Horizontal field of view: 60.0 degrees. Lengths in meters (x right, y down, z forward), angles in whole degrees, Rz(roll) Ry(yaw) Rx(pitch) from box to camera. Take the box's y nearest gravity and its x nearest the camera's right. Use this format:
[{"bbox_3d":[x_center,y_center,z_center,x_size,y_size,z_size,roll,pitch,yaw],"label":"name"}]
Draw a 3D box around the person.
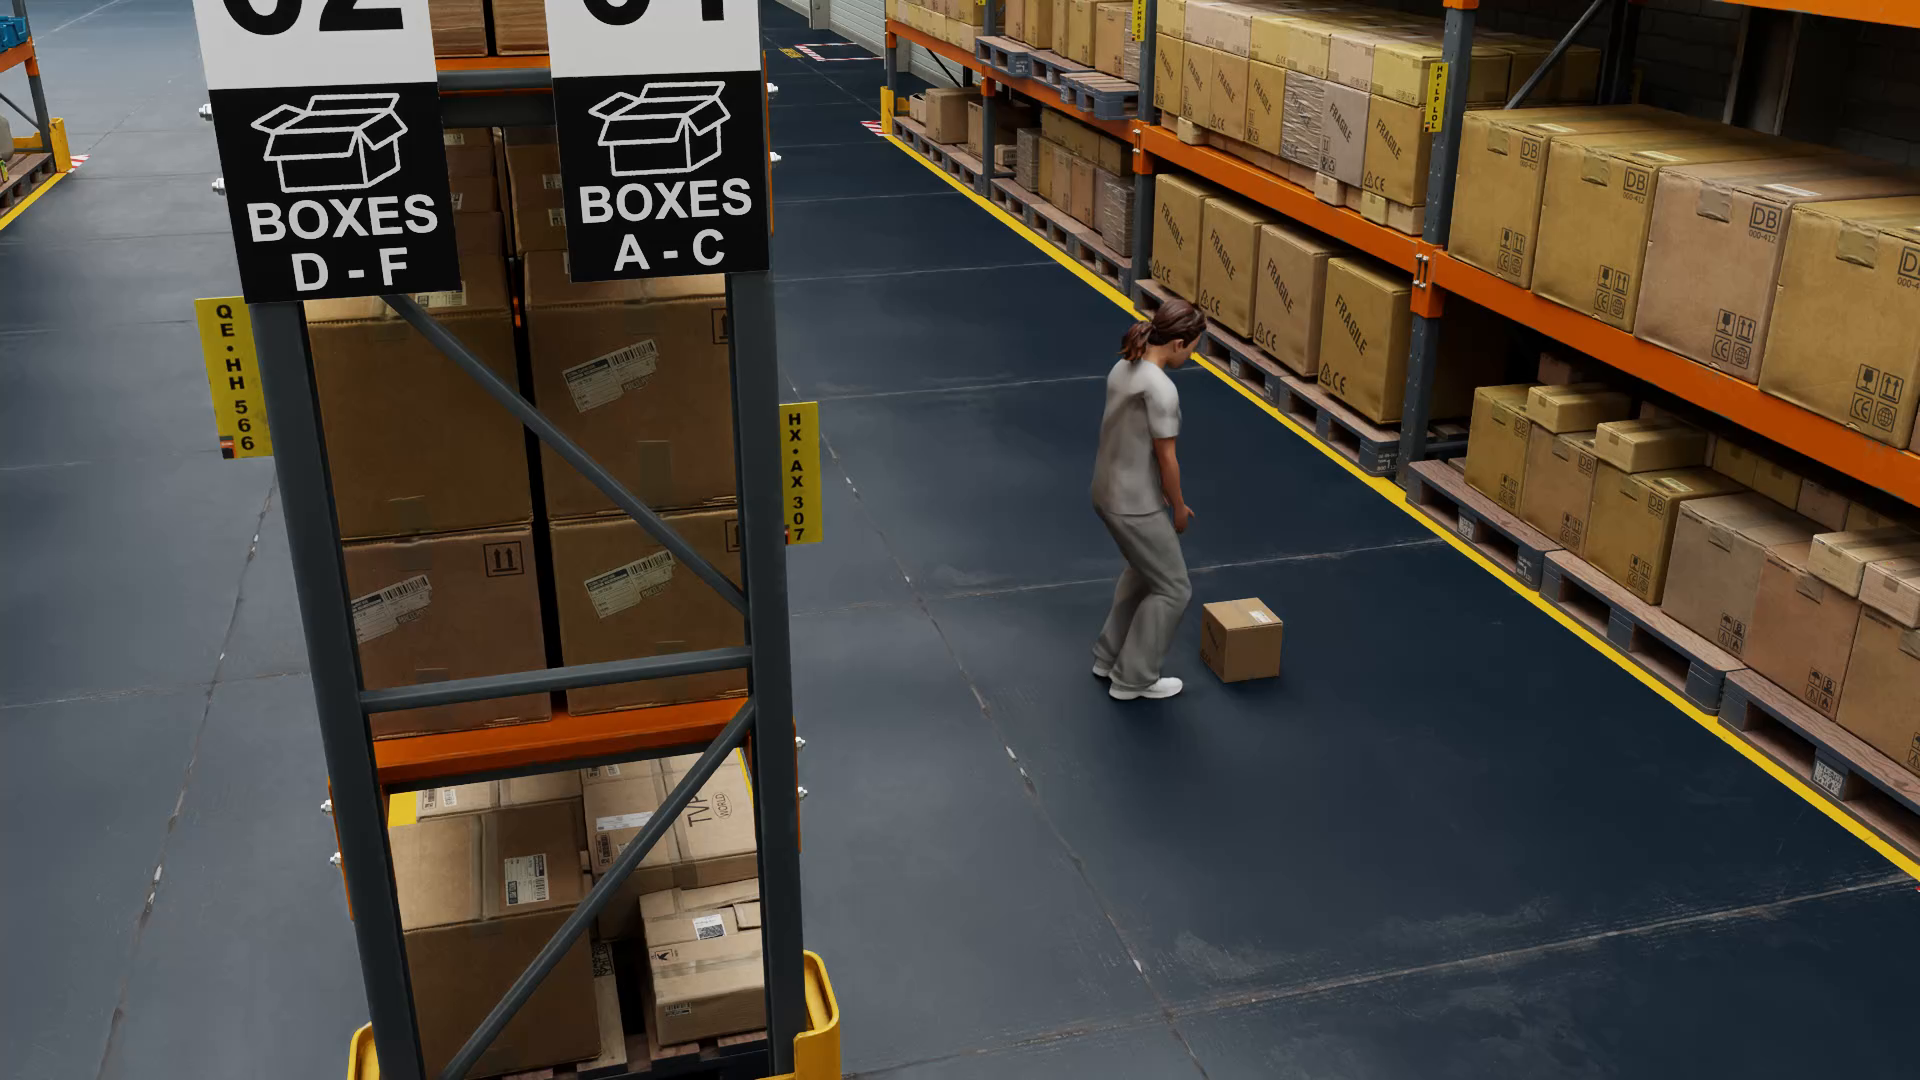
[{"bbox_3d":[0.729,-0.158,6.582,0.426,1.597,0.468,-6,24,-13],"label":"person"}]
